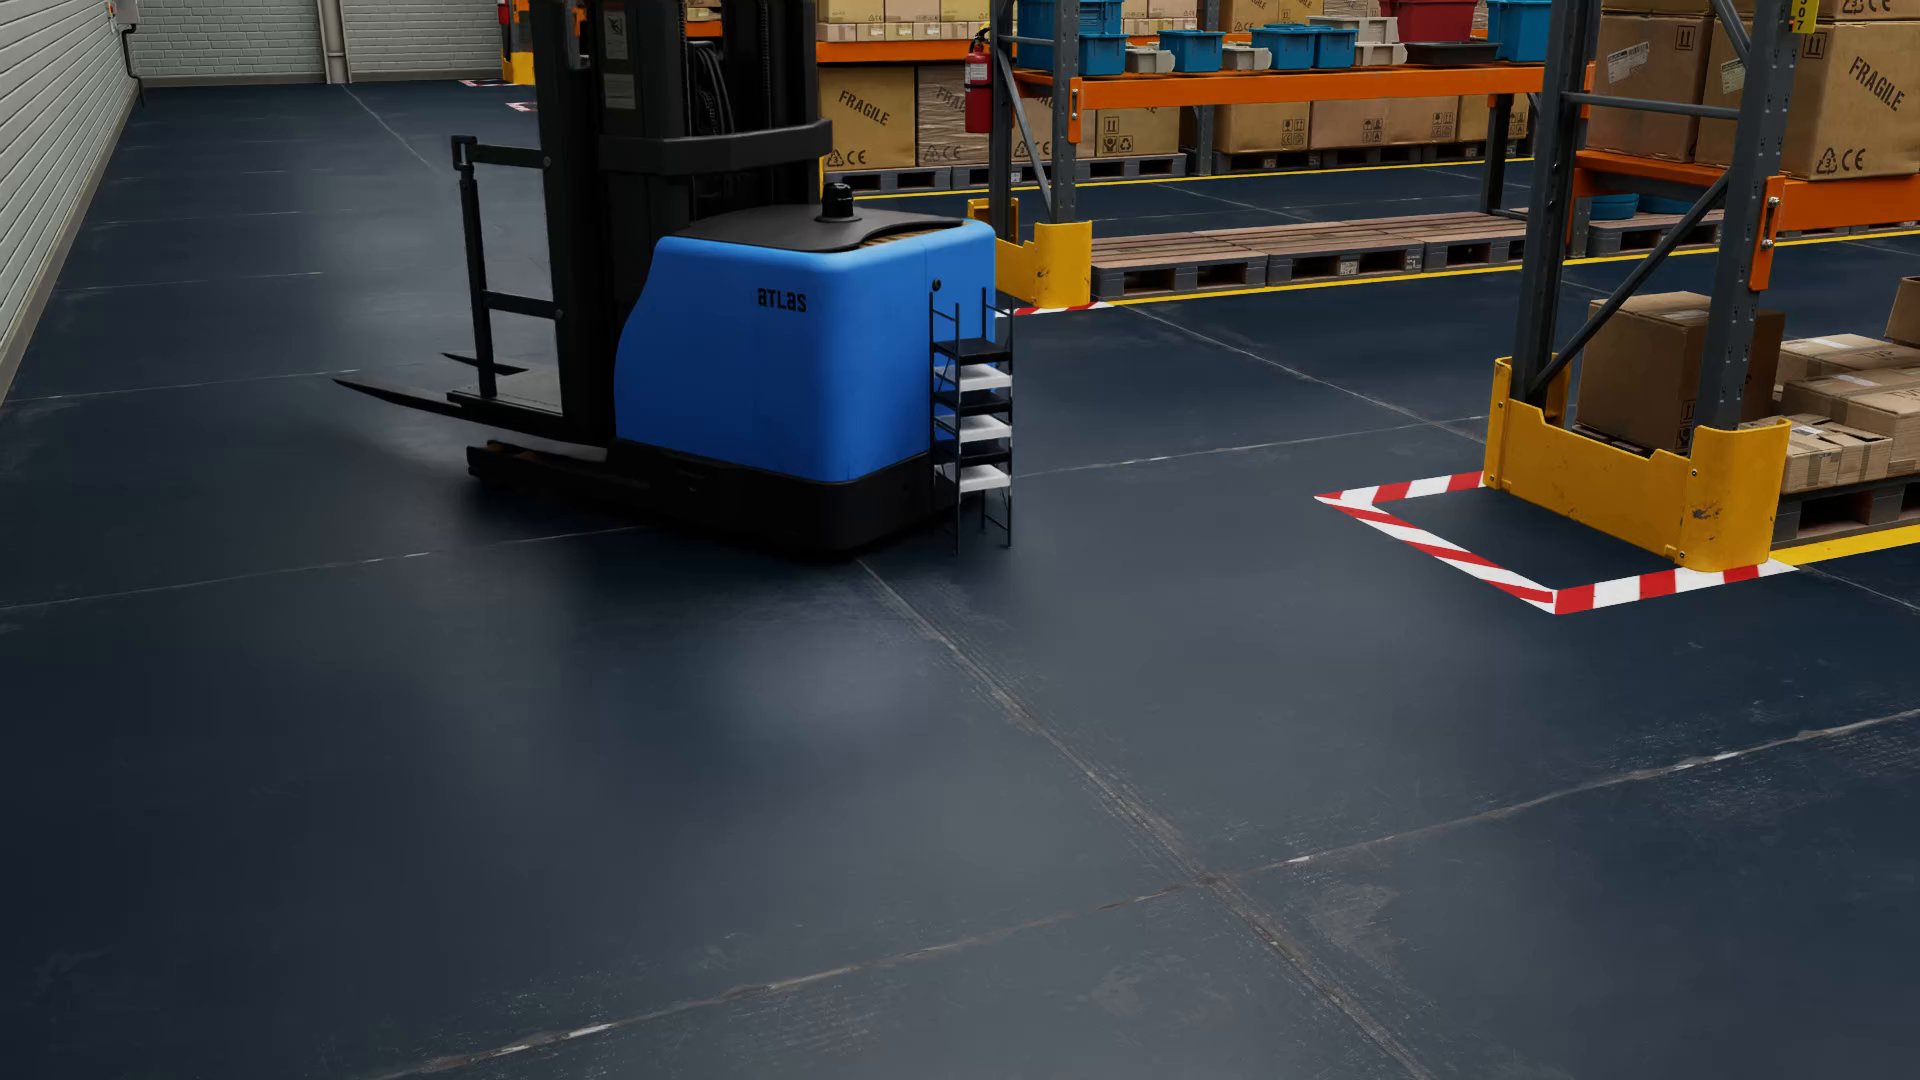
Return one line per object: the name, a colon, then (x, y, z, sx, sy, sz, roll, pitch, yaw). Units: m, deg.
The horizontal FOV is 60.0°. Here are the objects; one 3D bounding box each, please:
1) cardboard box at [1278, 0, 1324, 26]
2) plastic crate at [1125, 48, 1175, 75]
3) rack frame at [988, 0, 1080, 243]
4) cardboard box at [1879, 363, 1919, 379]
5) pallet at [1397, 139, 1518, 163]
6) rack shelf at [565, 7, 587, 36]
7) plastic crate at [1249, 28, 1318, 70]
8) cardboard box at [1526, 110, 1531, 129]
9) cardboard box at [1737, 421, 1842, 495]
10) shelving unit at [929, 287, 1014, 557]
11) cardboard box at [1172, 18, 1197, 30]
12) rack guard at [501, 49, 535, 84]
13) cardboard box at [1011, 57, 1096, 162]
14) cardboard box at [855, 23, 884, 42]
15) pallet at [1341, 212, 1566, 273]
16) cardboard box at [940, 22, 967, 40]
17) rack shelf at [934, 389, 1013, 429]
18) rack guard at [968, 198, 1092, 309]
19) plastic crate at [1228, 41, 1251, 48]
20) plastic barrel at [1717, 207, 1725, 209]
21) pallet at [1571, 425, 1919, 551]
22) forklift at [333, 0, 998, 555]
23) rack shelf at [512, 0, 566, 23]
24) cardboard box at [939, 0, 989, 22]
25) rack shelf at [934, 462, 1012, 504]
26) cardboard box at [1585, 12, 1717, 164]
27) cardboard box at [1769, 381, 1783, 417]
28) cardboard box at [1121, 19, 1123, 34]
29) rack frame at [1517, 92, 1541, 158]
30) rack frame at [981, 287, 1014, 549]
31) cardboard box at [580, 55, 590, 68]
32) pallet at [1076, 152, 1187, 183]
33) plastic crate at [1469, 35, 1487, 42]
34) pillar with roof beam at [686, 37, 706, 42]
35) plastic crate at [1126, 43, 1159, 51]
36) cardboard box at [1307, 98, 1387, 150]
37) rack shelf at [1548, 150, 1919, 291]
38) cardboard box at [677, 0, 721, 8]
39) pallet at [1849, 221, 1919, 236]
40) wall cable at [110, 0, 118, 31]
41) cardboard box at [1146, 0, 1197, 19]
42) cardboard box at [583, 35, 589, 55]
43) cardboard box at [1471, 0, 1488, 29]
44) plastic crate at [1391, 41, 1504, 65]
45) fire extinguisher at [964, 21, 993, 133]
cardboard box: (3.129, -5.132, 15.930, 0.500, 0.500, 0.500, -8, 21, -22)
plastic crate: (1.120, -2.850, 9.907, 0.298, 0.136, 0.250, -8, 21, -22)
rack frame: (0.436, -2.997, 10.018, 0.127, 3.000, 1.000, -8, 21, -22)
cardboard box: (3.924, -0.513, 6.441, 0.500, 0.250, 0.500, -8, 21, -22)
pallet: (5.066, -4.164, 17.530, 1.213, 0.211, 1.003, -8, 21, -22)
rack shelf: (-3.615, -7.453, 23.757, 4.000, 0.370, 1.077, -8, 21, -22)
plastic crate: (2.002, -3.052, 10.335, 0.300, 0.233, 0.416, -8, 21, -22)
cardboard box: (6.427, -4.683, 17.906, 0.500, 0.500, 0.700, -9, 21, -25)
cardboard box: (2.915, -0.299, 5.986, 0.250, 0.149, 0.380, -8, 21, -22)
shelving unit: (0.038, -0.415, 5.844, 0.210, 0.900, 0.258, -9, 21, -23)
cardboard box: (1.997, -4.775, 15.446, 0.250, 0.149, 0.380, -8, 21, -22)
rack guard: (-7.351, -7.874, 27.632, 0.348, 0.500, 1.175, -8, 21, -22)
cardboard box: (0.683, -4.049, 15.572, 0.875, 0.875, 0.875, -8, 21, -22)
cardboard box: (-0.834, -4.369, 14.293, 0.250, 0.149, 0.380, -8, 21, -23)
pallet: (3.449, -2.100, 11.667, 1.213, 0.211, 1.003, -8, 21, -22)
cardboard box: (-0.127, -4.471, 14.582, 0.250, 0.149, 0.380, -9, 21, -23)
rack shelf: (0.038, -0.468, 5.825, 0.200, 0.077, 0.258, -9, 21, -23)
rack guard: (0.419, -1.811, 10.413, 0.348, 0.500, 1.175, -8, 21, -22)
plastic crate: (1.895, -3.186, 10.861, 0.250, 0.136, 0.298, -8, 21, -22)
plastic barrel: (5.819, -2.755, 12.443, 0.421, 0.512, 0.421, 0, 19, 0)
pallet: (3.196, -0.286, 6.517, 1.213, 0.211, 1.003, -8, 21, -22)
forklift: (-1.355, -1.694, 6.419, 3.031, 2.935, 1.130, 13, 23, 32)
rack shelf: (-5.585, -8.967, 28.055, 4.000, 0.370, 1.077, -8, 21, -22)
cardboard box: (-0.041, -4.693, 14.613, 0.500, 0.250, 0.500, -9, 21, -24)
rack shelf: (0.038, -0.213, 5.915, 0.200, 0.077, 0.258, -9, 21, -23)
cardboard box: (2.698, -1.675, 6.113, 0.500, 0.500, 0.500, -7, 21, -20)
cardboard box: (3.204, -0.530, 6.614, 0.250, 0.166, 0.380, -8, 21, -22)
cardboard box: (1.288, -4.674, 15.158, 0.250, 0.149, 0.380, -8, 21, -21)
rack frame: (5.820, -5.560, 17.297, 0.127, 3.000, 1.000, -8, 21, -22)
rack frame: (0.131, -0.429, 5.885, 0.006, 0.900, 0.240, -9, 21, -23)
cardboard box: (-4.885, -6.637, 23.580, 0.875, 0.438, 0.875, -9, 21, -24)
pallet: (1.418, -3.642, 16.049, 1.213, 0.211, 1.003, -8, 21, -22)
plastic crate: (3.625, -3.410, 11.496, 0.243, 0.136, 0.396, -8, 21, -22)
pillar with roof beam: (-3.039, -11.269, 24.478, 0.400, 9.000, 9.100, -8, 21, -22)
plastic crate: (1.113, -3.064, 10.513, 0.243, 0.136, 0.396, -8, 21, -22)
cardboard box: (3.547, -4.438, 16.676, 0.875, 0.875, 1.225, -9, 21, -24)
rack shelf: (4.231, -1.410, 6.593, 4.000, 0.370, 1.077, -8, 21, -22)
cardboard box: (-2.876, -6.196, 18.504, 0.500, 0.500, 0.500, -7, 21, -19)
pallet: (7.074, -2.618, 13.139, 1.213, 0.211, 1.003, -8, 21, -22)
wall cable: (-11.192, -7.691, 21.819, 0.122, 1.984, 0.588, -8, 21, -22)
cardboard box: (1.845, -4.965, 15.385, 0.500, 0.250, 0.500, -9, 21, -23)
cardboard box: (-6.022, -8.214, 27.966, 0.500, 0.500, 0.700, -7, 21, -20)
cardboard box: (5.005, -5.403, 16.700, 0.500, 0.500, 0.500, -8, 21, -22)
plastic crate: (3.187, -3.193, 10.897, 0.590, 0.125, 0.437, -8, 21, -22)
fire extinguisher: (0.117, -2.904, 10.430, 0.183, 0.674, 0.296, -8, 21, -22)
